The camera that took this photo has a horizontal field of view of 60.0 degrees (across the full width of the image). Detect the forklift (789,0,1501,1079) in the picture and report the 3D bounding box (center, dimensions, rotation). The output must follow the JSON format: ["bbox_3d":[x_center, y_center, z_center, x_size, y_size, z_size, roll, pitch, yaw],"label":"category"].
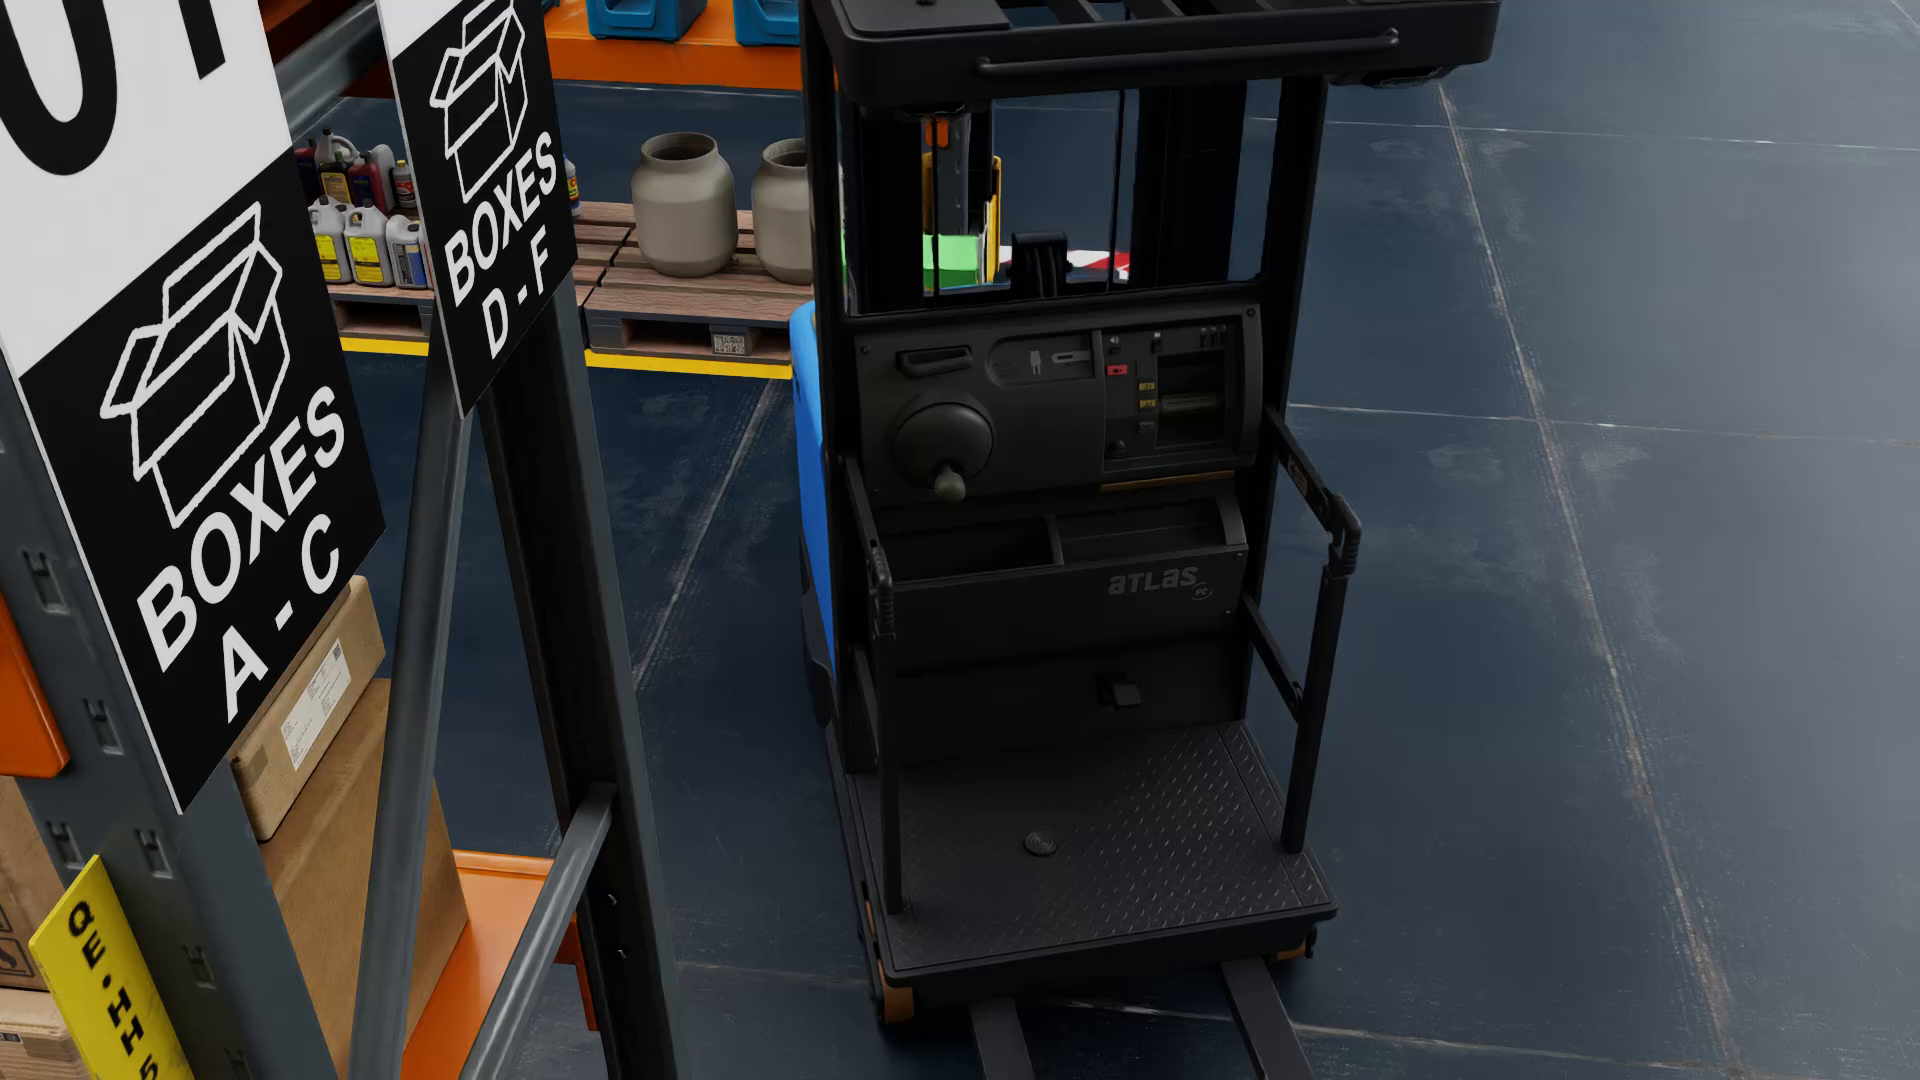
[{"bbox_3d":[0.275,-0.244,3.569,1.130,2.935,3.031,-7,36,-9],"label":"forklift"}]

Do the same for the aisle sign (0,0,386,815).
[{"bbox_3d":[-0.587,-0.218,1.236,0.004,0.787,0.394,4,36,6],"label":"aisle sign"}]

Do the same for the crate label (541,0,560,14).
[{"bbox_3d":[-1.840,-2.183,6.196,0.616,0.435,0.502,4,36,6],"label":"crate label"}]

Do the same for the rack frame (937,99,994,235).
[{"bbox_3d":[0.020,-2.188,6.234,0.127,3.000,1.000,4,36,6],"label":"rack frame"}]

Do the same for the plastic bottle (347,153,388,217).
[{"bbox_3d":[-2.614,-1.562,7.316,0.133,0.283,0.061,4,36,6],"label":"plastic bottle"}]

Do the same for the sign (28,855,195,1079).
[{"bbox_3d":[-0.698,0.410,1.393,0.005,0.325,0.100,4,36,6],"label":"sign"}]

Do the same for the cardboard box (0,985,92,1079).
[{"bbox_3d":[-1.018,0.443,1.903,0.250,0.149,0.380,4,36,5],"label":"cardboard box"}]

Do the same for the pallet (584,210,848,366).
[{"bbox_3d":[-0.867,-1.095,7.102,1.213,0.211,1.003,4,36,6],"label":"pallet"}]

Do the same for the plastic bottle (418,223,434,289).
[{"bbox_3d":[-2.104,-1.176,6.782,0.135,0.276,0.152,5,36,6],"label":"plastic bottle"}]

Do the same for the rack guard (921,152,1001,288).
[{"bbox_3d":[-0.062,-1.149,6.930,0.348,0.500,1.175,4,36,6],"label":"rack guard"}]

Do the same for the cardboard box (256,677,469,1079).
[{"bbox_3d":[-1.076,0.583,2.265,0.500,0.500,0.700,4,36,6],"label":"cardboard box"}]

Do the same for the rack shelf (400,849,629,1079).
[{"bbox_3d":[-2.599,0.811,2.651,4.000,0.370,1.077,4,36,6],"label":"rack shelf"}]

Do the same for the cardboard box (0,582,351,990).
[{"bbox_3d":[-1.129,0.051,1.893,0.500,0.500,0.700,4,36,6],"label":"cardboard box"}]

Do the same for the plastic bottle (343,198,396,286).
[{"bbox_3d":[-2.407,-1.227,6.788,0.185,0.351,0.144,6,36,8],"label":"plastic bottle"}]

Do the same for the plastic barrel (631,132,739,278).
[{"bbox_3d":[-1.140,-1.388,6.893,0.421,0.512,0.421,0,36,0],"label":"plastic barrel"}]

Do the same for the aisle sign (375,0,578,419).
[{"bbox_3d":[-0.511,-0.564,1.720,0.004,0.787,0.394,4,36,6],"label":"aisle sign"}]

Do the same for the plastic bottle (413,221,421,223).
[{"bbox_3d":[-2.244,-1.229,6.921,0.097,0.201,0.097,0,36,0],"label":"plastic bottle"}]

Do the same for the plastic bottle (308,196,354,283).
[{"bbox_3d":[-2.591,-1.241,6.808,0.185,0.351,0.144,4,36,6],"label":"plastic bottle"}]

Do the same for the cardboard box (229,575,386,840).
[{"bbox_3d":[-0.977,0.208,2.232,0.250,0.149,0.380,4,36,6],"label":"cardboard box"}]

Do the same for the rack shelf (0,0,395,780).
[{"bbox_3d":[-2.599,-0.410,1.780,4.000,0.370,1.077,4,36,6],"label":"rack shelf"}]

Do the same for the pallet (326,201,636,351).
[{"bbox_3d":[-2.073,-1.186,7.231,1.213,0.211,1.003,4,36,6],"label":"pallet"}]

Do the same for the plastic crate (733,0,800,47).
[{"bbox_3d":[-0.515,-1.992,6.087,0.616,0.251,0.499,4,36,6],"label":"plastic crate"}]

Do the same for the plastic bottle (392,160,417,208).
[{"bbox_3d":[-2.480,-1.597,7.436,0.097,0.201,0.097,0,36,0],"label":"plastic bottle"}]

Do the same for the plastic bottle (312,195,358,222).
[{"bbox_3d":[-2.597,-1.297,6.952,0.135,0.276,0.152,4,36,6],"label":"plastic bottle"}]

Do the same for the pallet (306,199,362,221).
[{"bbox_3d":[-3.287,-1.275,7.355,1.213,0.211,1.003,4,36,6],"label":"pallet"}]

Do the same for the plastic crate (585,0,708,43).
[{"bbox_3d":[-1.158,-2.043,6.159,0.408,0.251,0.499,4,36,6],"label":"plastic crate"}]

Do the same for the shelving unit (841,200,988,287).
[{"bbox_3d":[-0.173,-0.509,5.430,0.503,1.200,0.258,3,36,4],"label":"shelving unit"}]

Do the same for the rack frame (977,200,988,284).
[{"bbox_3d":[0.070,-0.498,5.415,0.015,1.200,0.240,3,36,4],"label":"rack frame"}]

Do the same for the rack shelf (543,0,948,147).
[{"bbox_3d":[-1.964,-2.043,6.650,4.000,0.370,1.077,4,36,6],"label":"rack shelf"}]

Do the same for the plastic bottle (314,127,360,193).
[{"bbox_3d":[-2.761,-1.665,7.403,0.185,0.351,0.144,4,36,6],"label":"plastic bottle"}]

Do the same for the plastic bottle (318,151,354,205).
[{"bbox_3d":[-2.749,-1.577,7.337,0.133,0.283,0.061,4,36,6],"label":"plastic bottle"}]

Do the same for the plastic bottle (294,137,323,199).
[{"bbox_3d":[-2.915,-1.674,7.472,0.133,0.283,0.061,7,36,9],"label":"plastic bottle"}]

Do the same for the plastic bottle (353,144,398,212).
[{"bbox_3d":[-2.601,-1.620,7.404,0.135,0.276,0.152,5,36,7],"label":"plastic bottle"}]

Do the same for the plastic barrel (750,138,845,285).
[{"bbox_3d":[-0.643,-1.351,6.841,0.421,0.512,0.421,0,36,0],"label":"plastic barrel"}]

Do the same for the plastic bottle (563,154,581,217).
[{"bbox_3d":[-1.739,-1.570,7.338,0.097,0.271,0.097,0,36,0],"label":"plastic bottle"}]

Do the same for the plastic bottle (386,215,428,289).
[{"bbox_3d":[-2.242,-1.186,6.796,0.135,0.276,0.152,3,36,5],"label":"plastic bottle"}]

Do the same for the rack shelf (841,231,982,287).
[{"bbox_3d":[-0.173,-0.848,5.188,0.480,0.148,0.258,3,36,4],"label":"rack shelf"}]
